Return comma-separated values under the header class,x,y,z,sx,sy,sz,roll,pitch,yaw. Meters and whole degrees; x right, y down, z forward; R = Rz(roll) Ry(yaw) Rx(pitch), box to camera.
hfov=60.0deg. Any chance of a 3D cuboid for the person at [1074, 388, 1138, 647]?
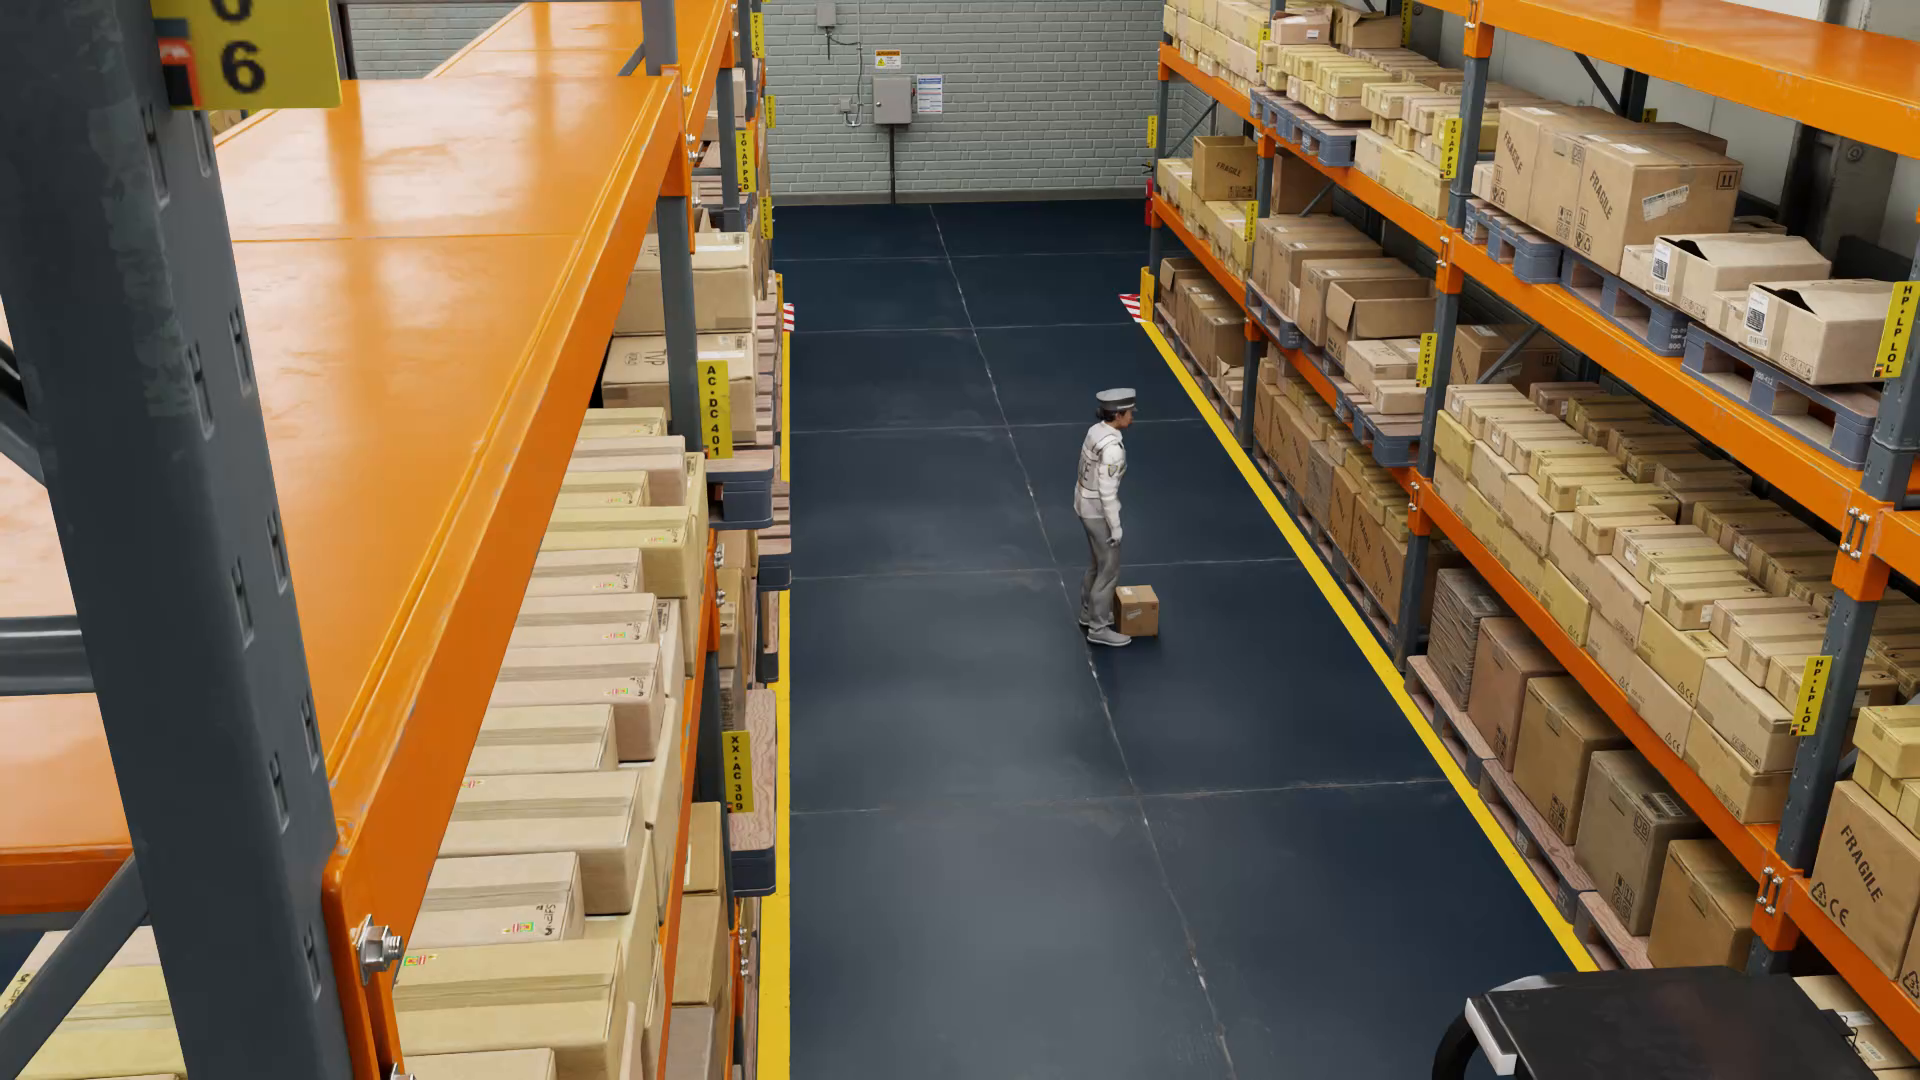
class,x,y,z,sx,sy,sz,roll,pitch,yaw
person,0.927,-0.165,10.674,0.379,1.663,0.536,-3,24,-6
